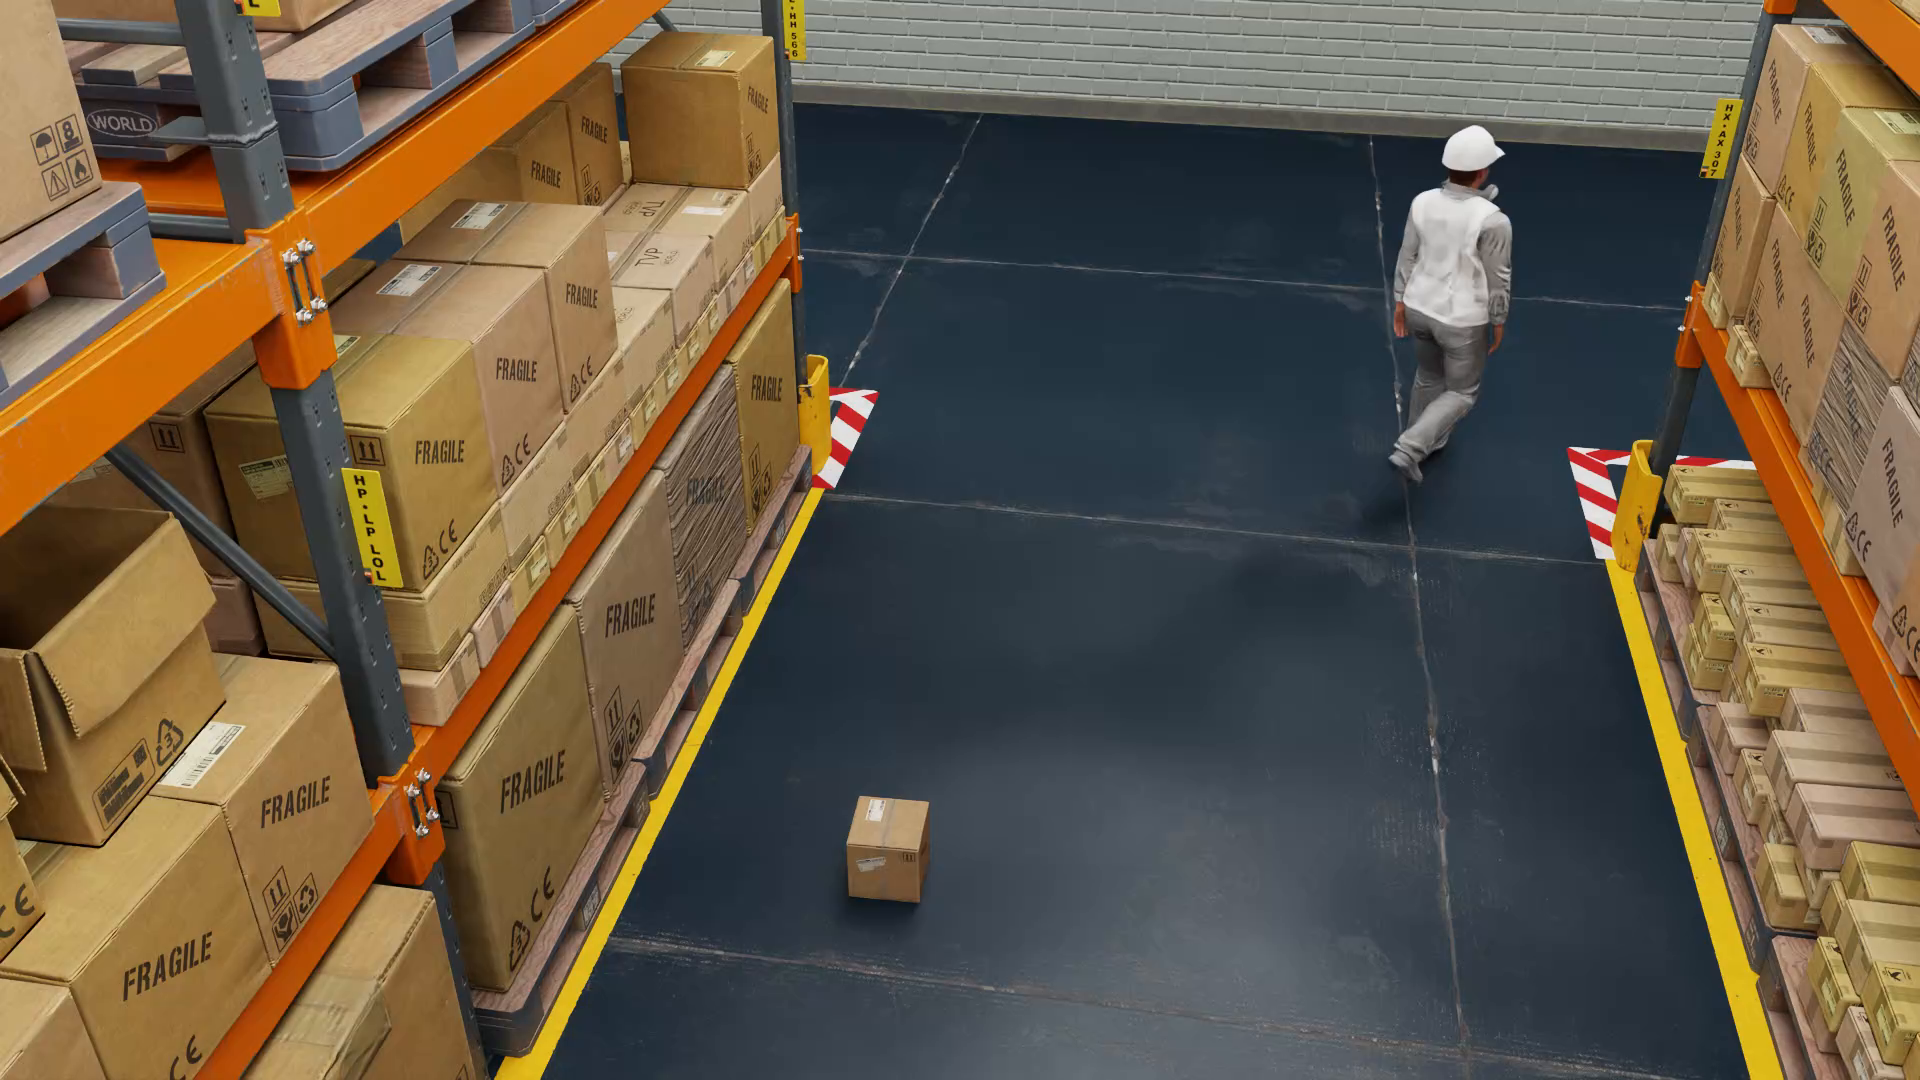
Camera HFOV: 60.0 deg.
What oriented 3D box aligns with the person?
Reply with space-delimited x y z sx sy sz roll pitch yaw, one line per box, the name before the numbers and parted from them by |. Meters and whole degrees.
person | 2.283 -1.067 7.803 0.783 1.755 0.561 -25 40 -34
